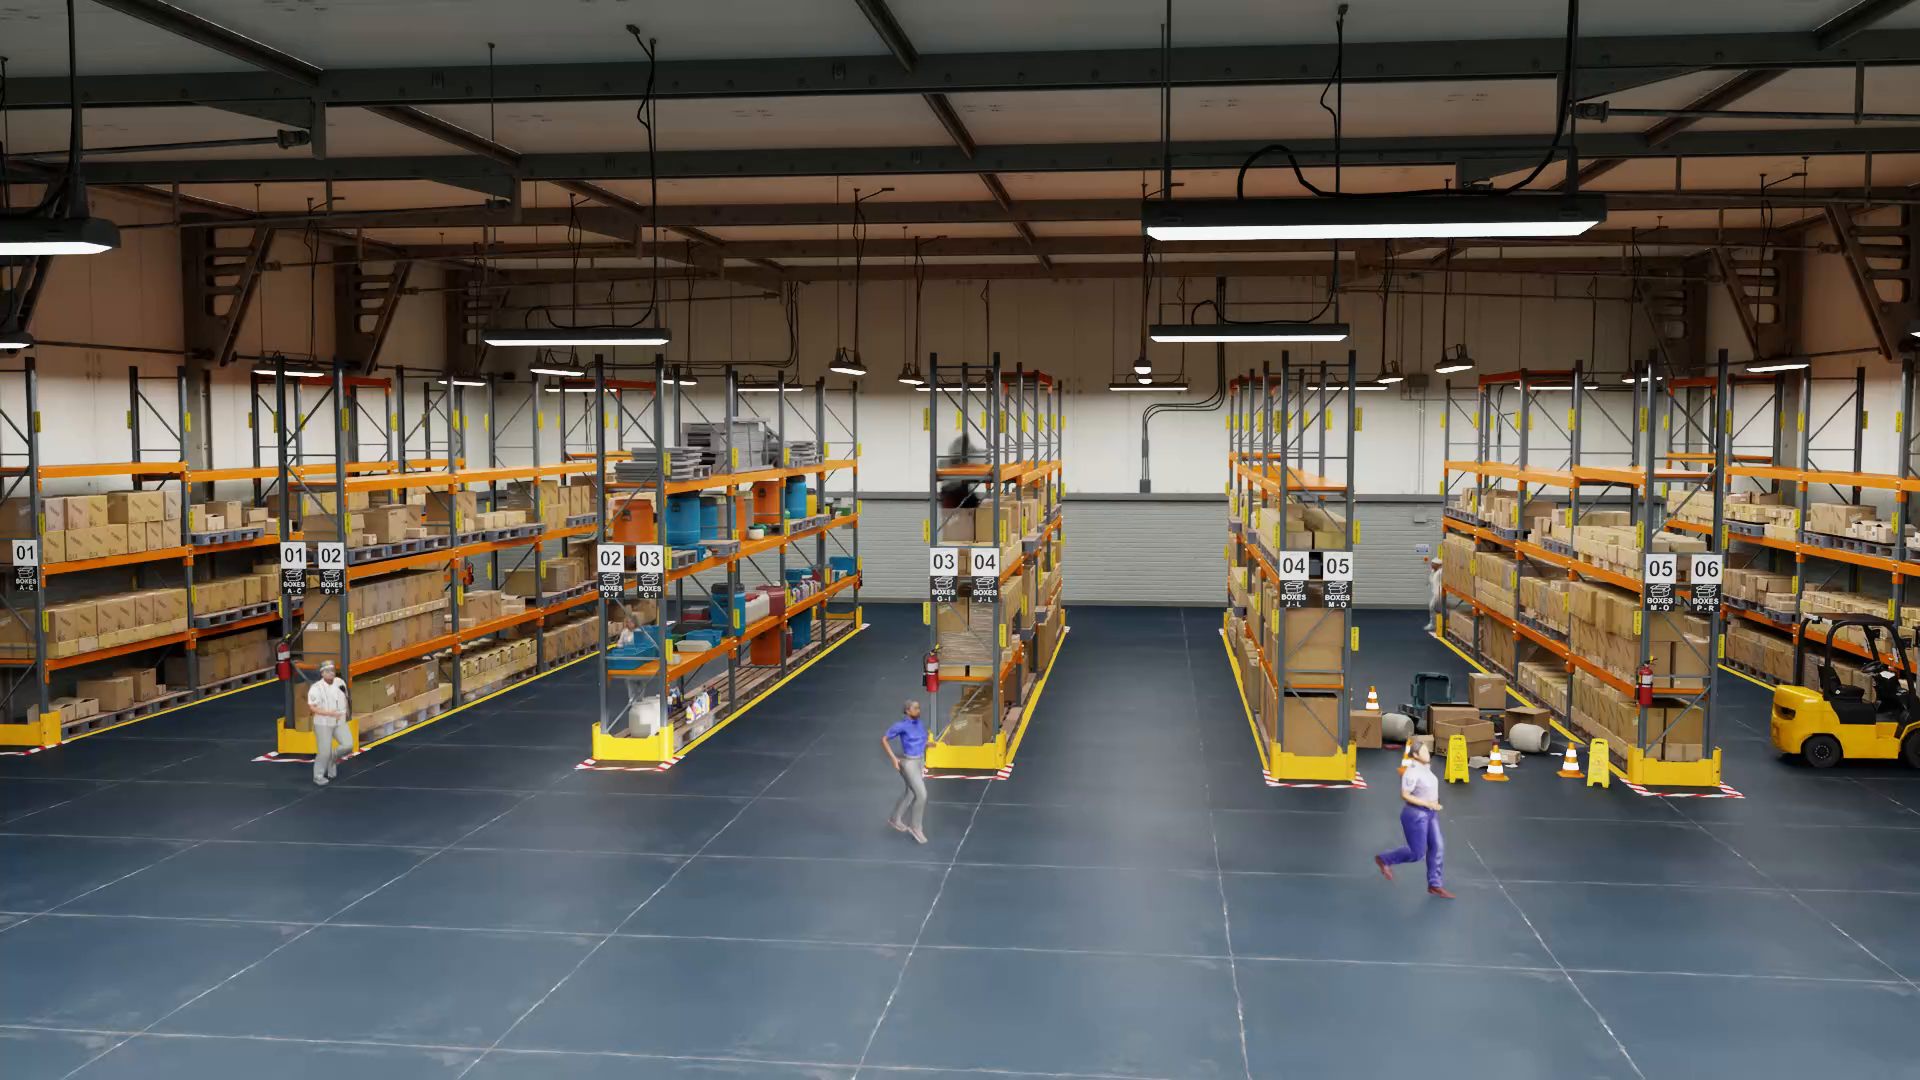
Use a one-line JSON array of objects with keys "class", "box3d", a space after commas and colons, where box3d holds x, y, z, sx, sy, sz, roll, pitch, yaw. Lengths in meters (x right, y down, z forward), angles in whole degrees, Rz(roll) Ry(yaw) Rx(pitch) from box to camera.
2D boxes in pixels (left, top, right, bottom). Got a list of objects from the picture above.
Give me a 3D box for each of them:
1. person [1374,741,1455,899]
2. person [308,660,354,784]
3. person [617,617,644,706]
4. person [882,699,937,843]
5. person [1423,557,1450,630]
[{"class": "person", "box3d": [4.852, 2.945, 17.657, 0.849, 1.640, 0.607, 3, 5, 38]}, {"class": "person", "box3d": [-8.639, 2.505, 22.908, 0.743, 1.734, 0.685, 3, 5, 40]}, {"class": "person", "box3d": [-5.833, 2.136, 29.583, 0.549, 1.572, 0.542, 0, 4, 6]}, {"class": "person", "box3d": [-0.582, 2.768, 19.999, 0.740, 1.720, 0.544, 3, 5, 32]}, {"class": "person", "box3d": [11.626, 1.295, 40.045, 0.852, 1.766, 0.698, -1, 4, -11]}]
